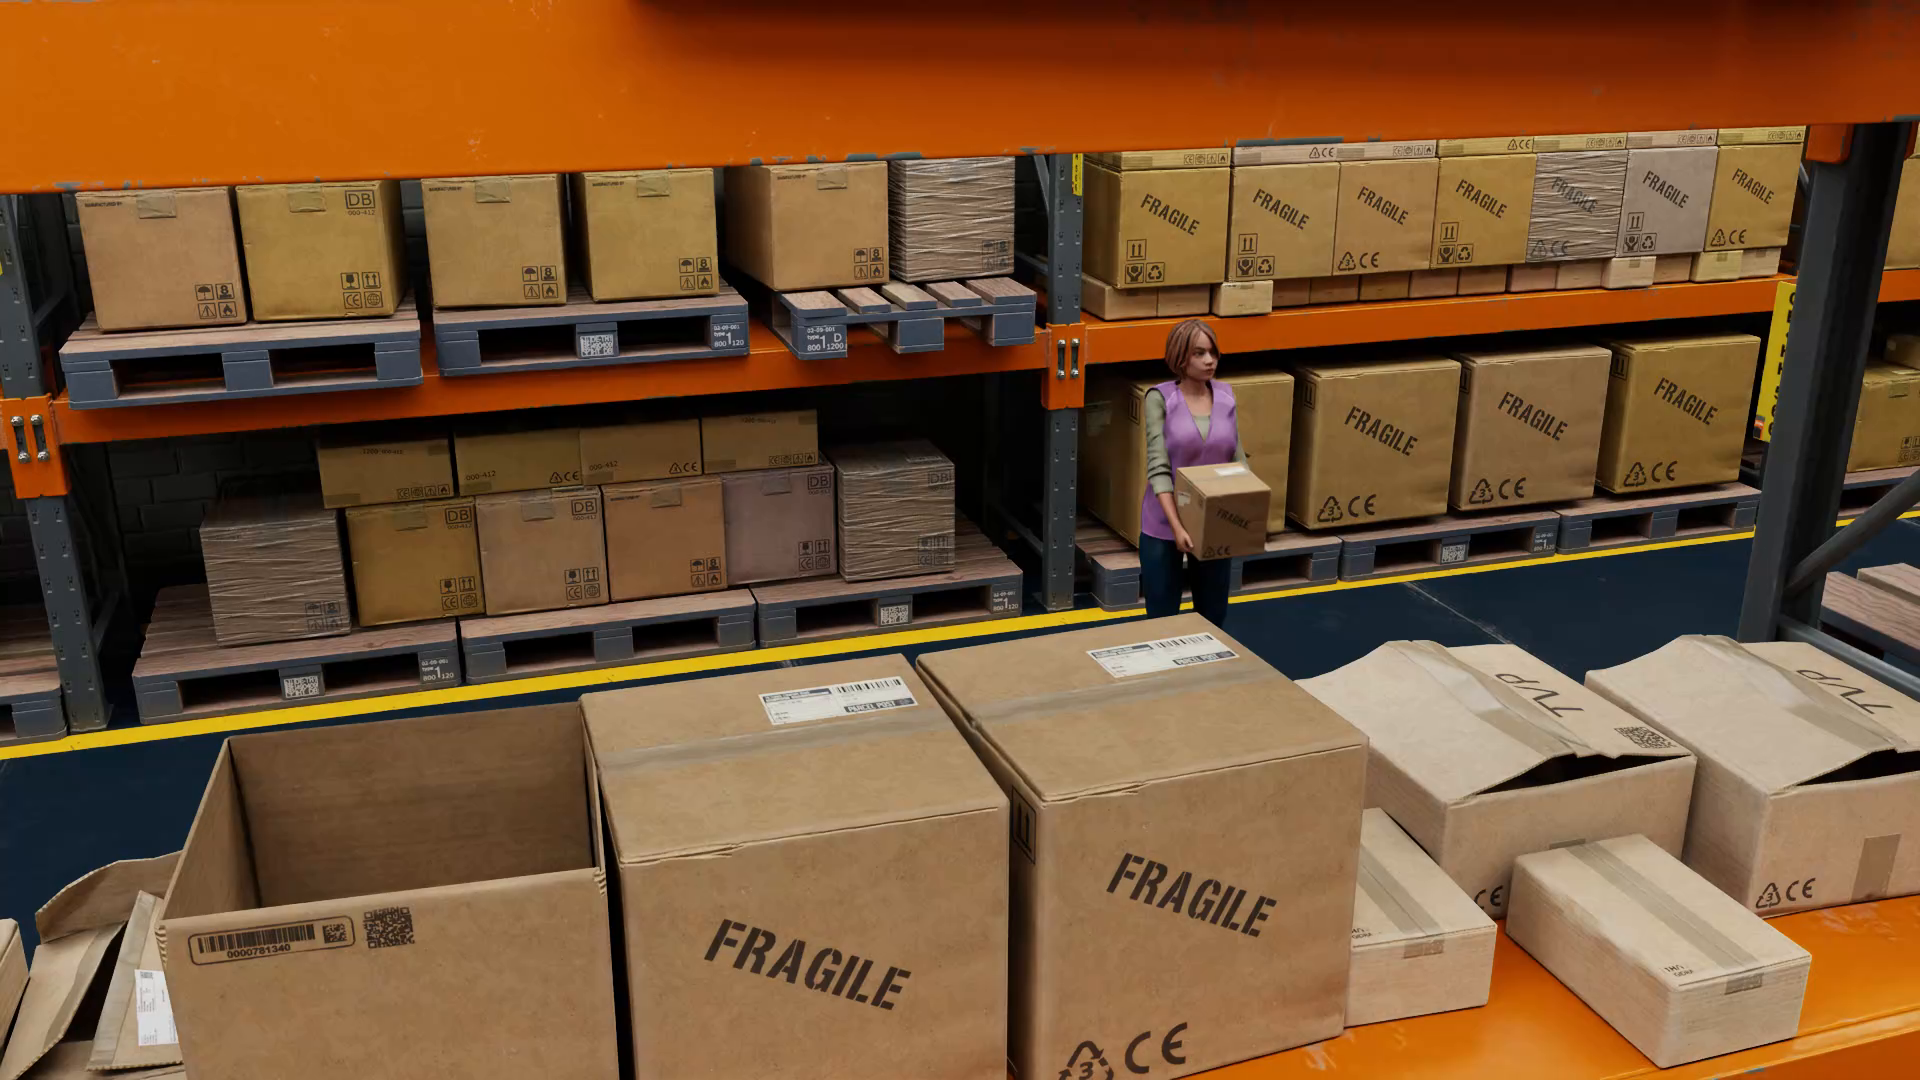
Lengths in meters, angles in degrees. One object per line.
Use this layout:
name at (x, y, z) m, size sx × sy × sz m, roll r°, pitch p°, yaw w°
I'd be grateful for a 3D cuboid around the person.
person at (0.867, 0.004, 6.080) m, size 0.405 × 1.589 × 0.500 m, roll -6°, pitch 20°, yaw -17°
